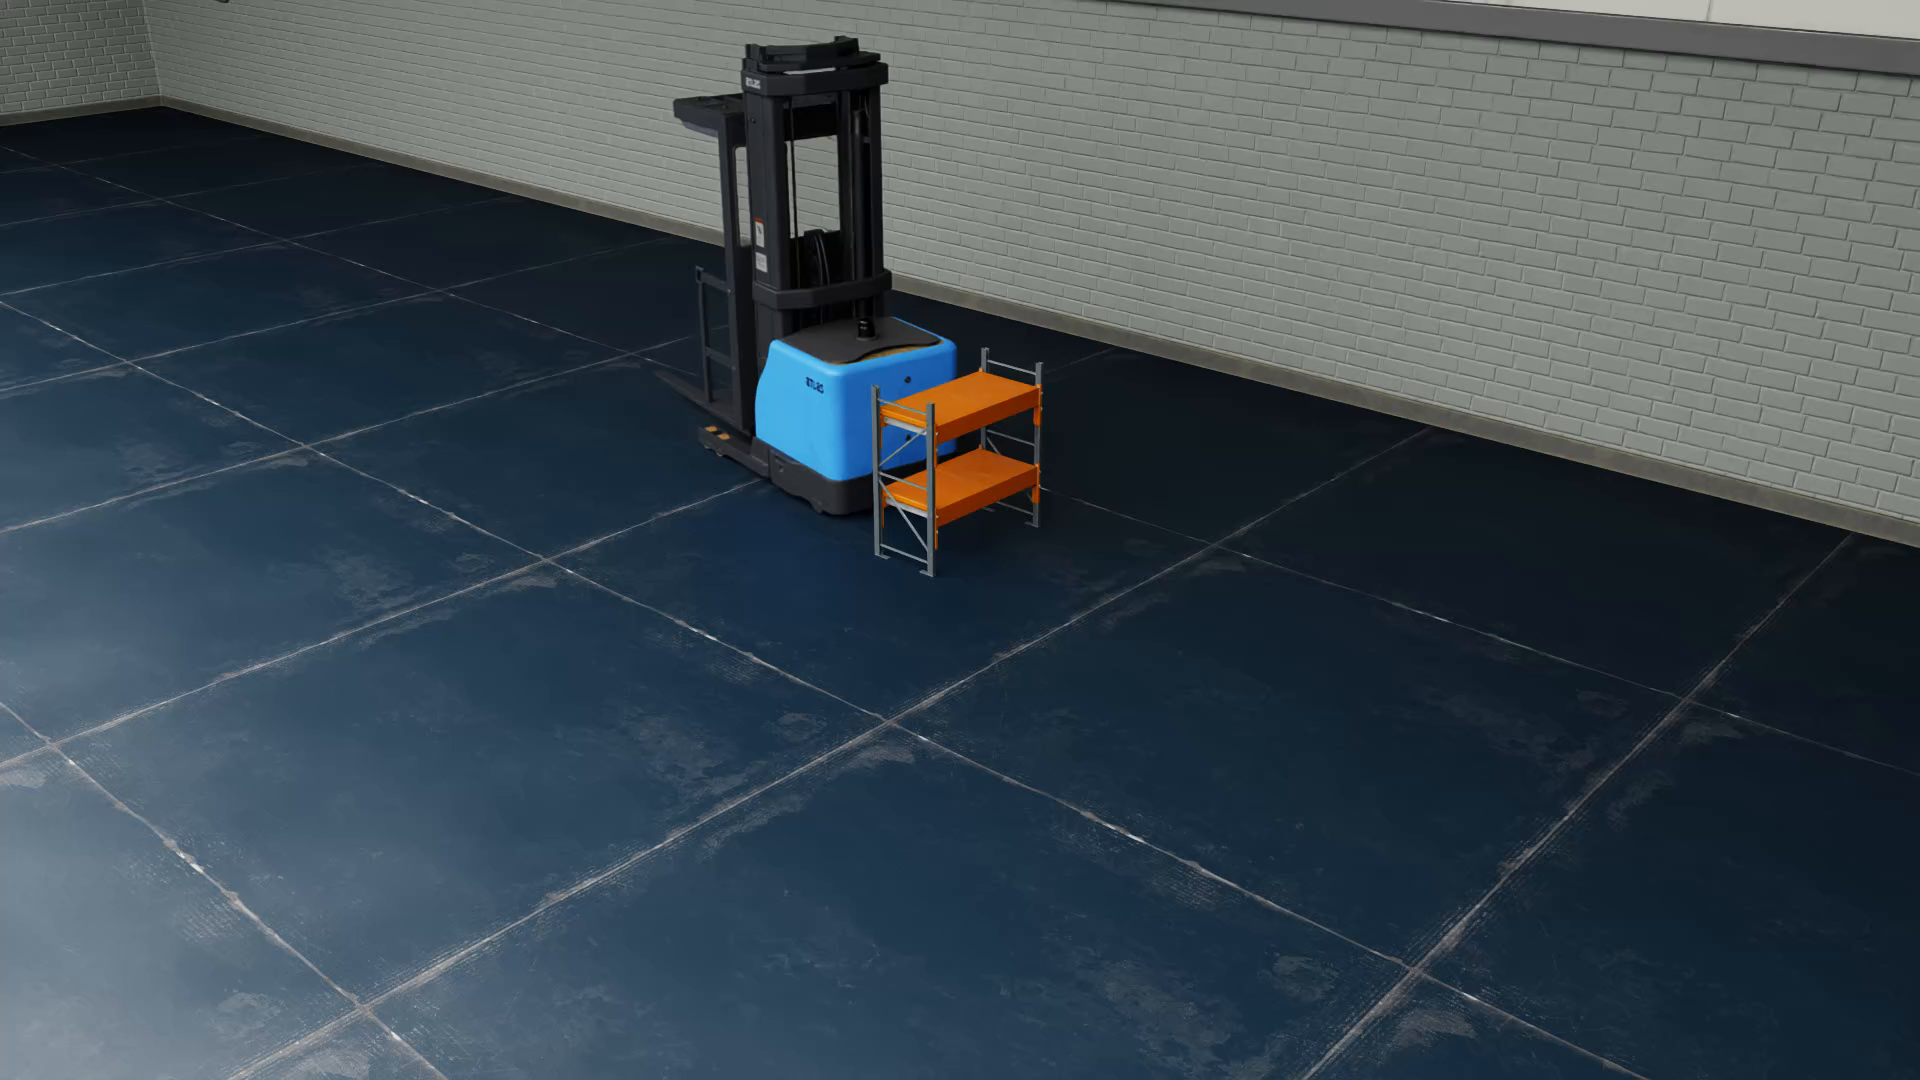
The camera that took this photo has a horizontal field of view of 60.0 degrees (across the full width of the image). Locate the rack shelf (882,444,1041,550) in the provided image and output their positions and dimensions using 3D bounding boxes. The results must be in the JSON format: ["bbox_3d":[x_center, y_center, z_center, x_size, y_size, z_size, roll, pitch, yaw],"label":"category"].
[{"bbox_3d":[-0.005,-0.288,10.615,0.538,0.278,1.000,20,31,38],"label":"rack shelf"}]

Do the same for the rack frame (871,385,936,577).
[{"bbox_3d":[-0.344,-0.356,10.170,0.500,1.125,0.032,20,31,38],"label":"rack frame"}]

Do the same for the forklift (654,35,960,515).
[{"bbox_3d":[-1.270,-2.046,11.730,1.130,2.935,3.031,-16,29,-32],"label":"forklift"}]

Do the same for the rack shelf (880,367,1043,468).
[{"bbox_3d":[-0.005,-0.778,10.396,0.538,0.278,1.000,20,31,38],"label":"rack shelf"}]

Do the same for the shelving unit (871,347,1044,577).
[{"bbox_3d":[-0.005,-0.511,10.515,0.538,1.125,1.048,20,31,38],"label":"shelving unit"}]

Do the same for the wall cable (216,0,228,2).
[{"bbox_3d":[-11.295,-9.016,23.655,3.097,2.526,0.112,20,31,38],"label":"wall cable"}]

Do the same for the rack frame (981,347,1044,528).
[{"bbox_3d":[0.335,-0.666,10.861,0.500,1.125,0.032,20,31,38],"label":"rack frame"}]
